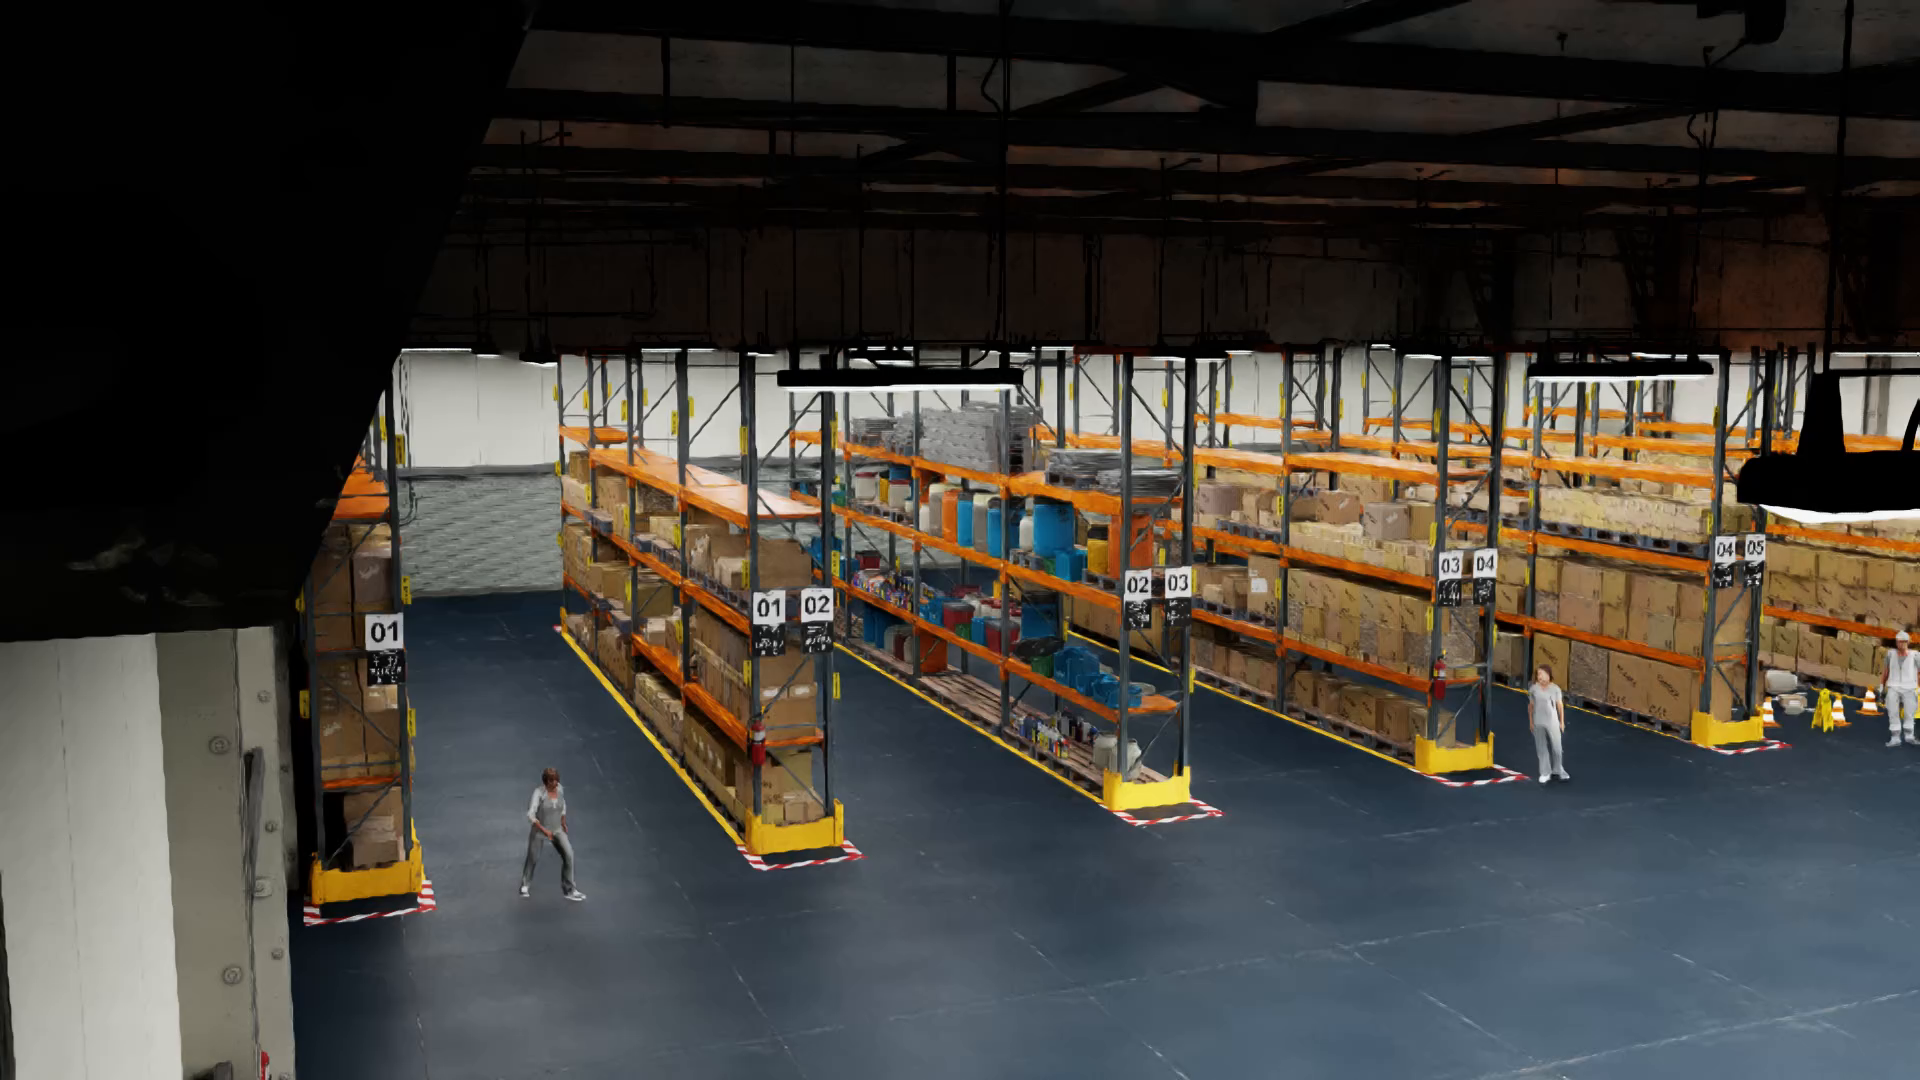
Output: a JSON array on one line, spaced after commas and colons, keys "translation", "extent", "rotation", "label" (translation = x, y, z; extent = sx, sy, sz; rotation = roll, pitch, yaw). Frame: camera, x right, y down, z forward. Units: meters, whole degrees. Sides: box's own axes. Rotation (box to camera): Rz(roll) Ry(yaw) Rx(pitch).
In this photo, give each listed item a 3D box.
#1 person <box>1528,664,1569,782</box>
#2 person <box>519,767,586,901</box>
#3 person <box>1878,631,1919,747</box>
[{"translation": [8.255, 2.557, 23.288], "extent": [0.591, 1.659, 0.443], "rotation": [3, 8, 24], "label": "person"}, {"translation": [-4.570, 3.237, 18.435], "extent": [0.562, 1.514, 0.782], "rotation": [-6, 9, -38], "label": "person"}, {"translation": [14.328, 2.254, 25.277], "extent": [0.642, 1.782, 0.542], "rotation": [6, 9, 40], "label": "person"}]
